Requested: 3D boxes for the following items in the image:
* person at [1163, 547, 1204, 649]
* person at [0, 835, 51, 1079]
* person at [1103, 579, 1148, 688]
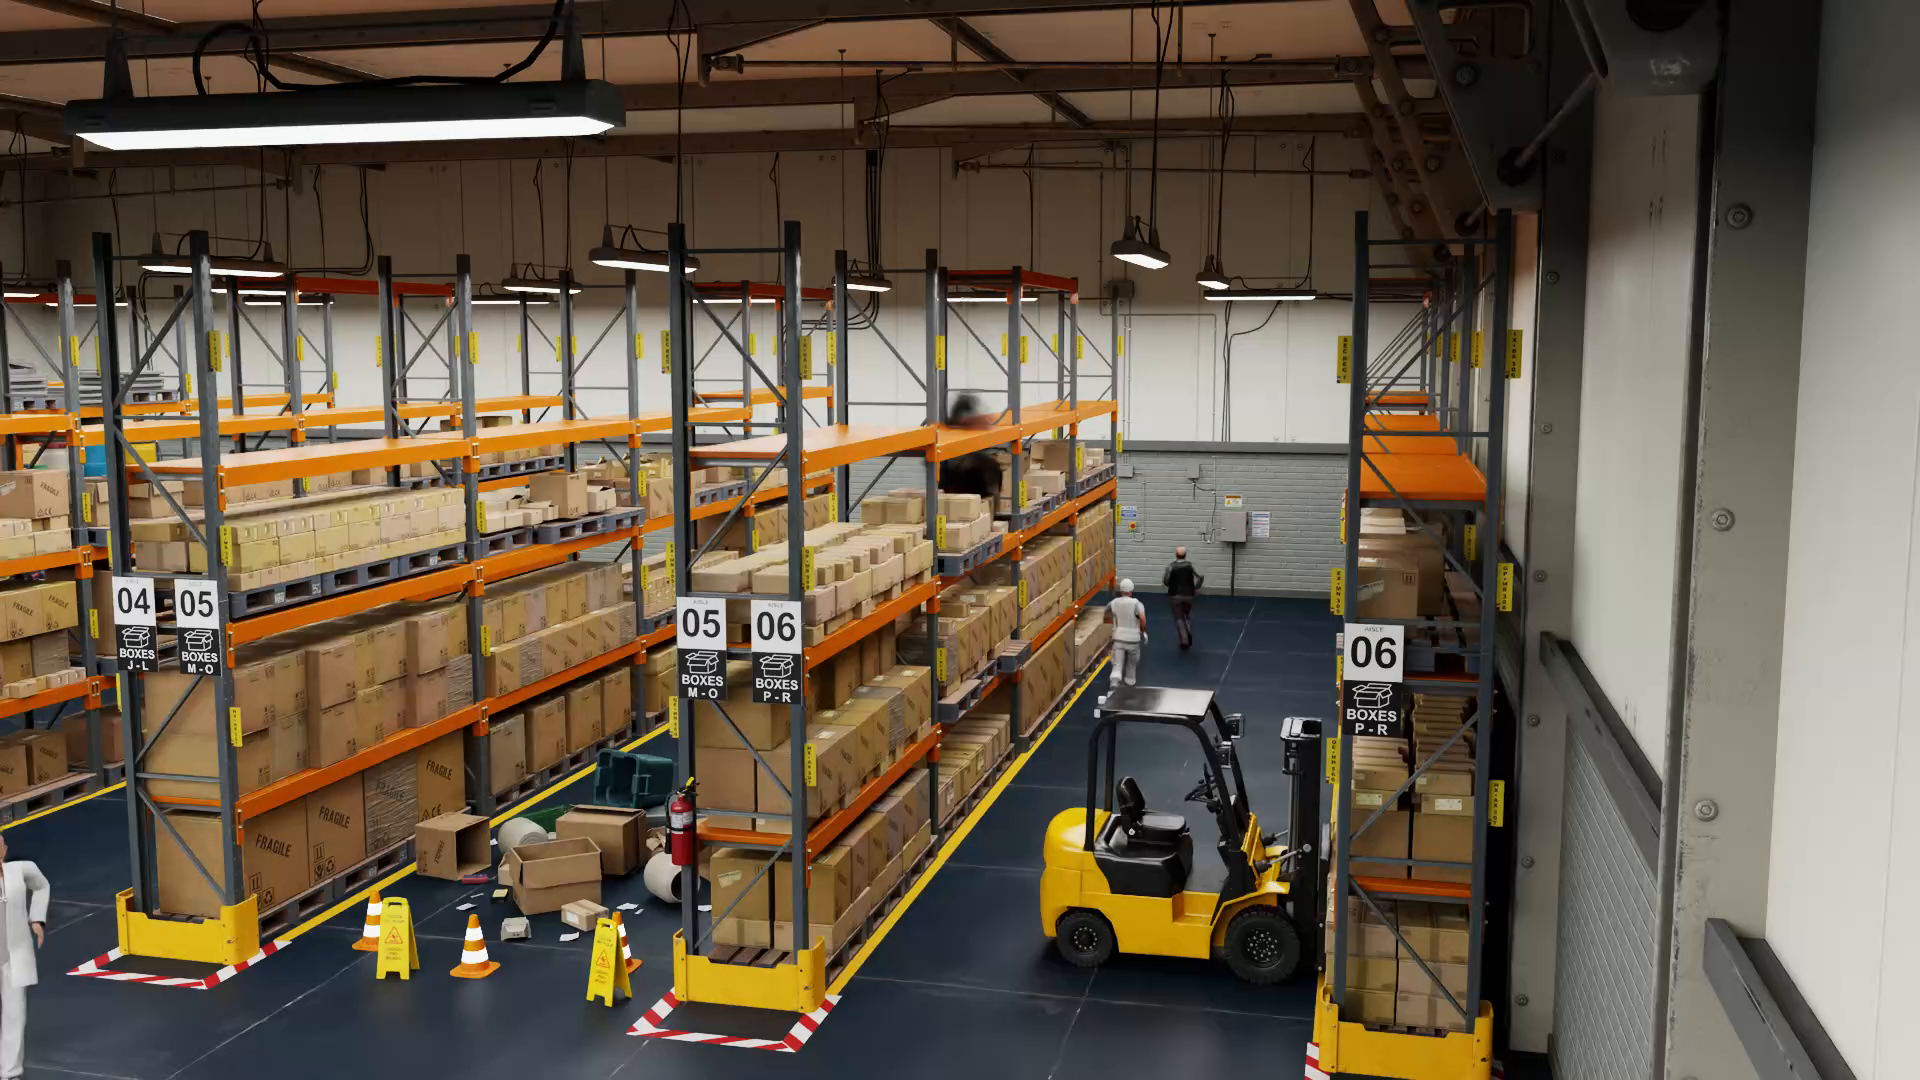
[{"bbox_3d":[3.684,0.960,27.631,0.637,1.715,0.668,-1,7,-8],"label":"person"},{"bbox_3d":[-6.688,2.889,11.558,0.714,1.772,1.004,-4,8,-32],"label":"person"},{"bbox_3d":[2.303,1.420,23.235,0.661,1.769,0.993,2,7,16],"label":"person"}]
